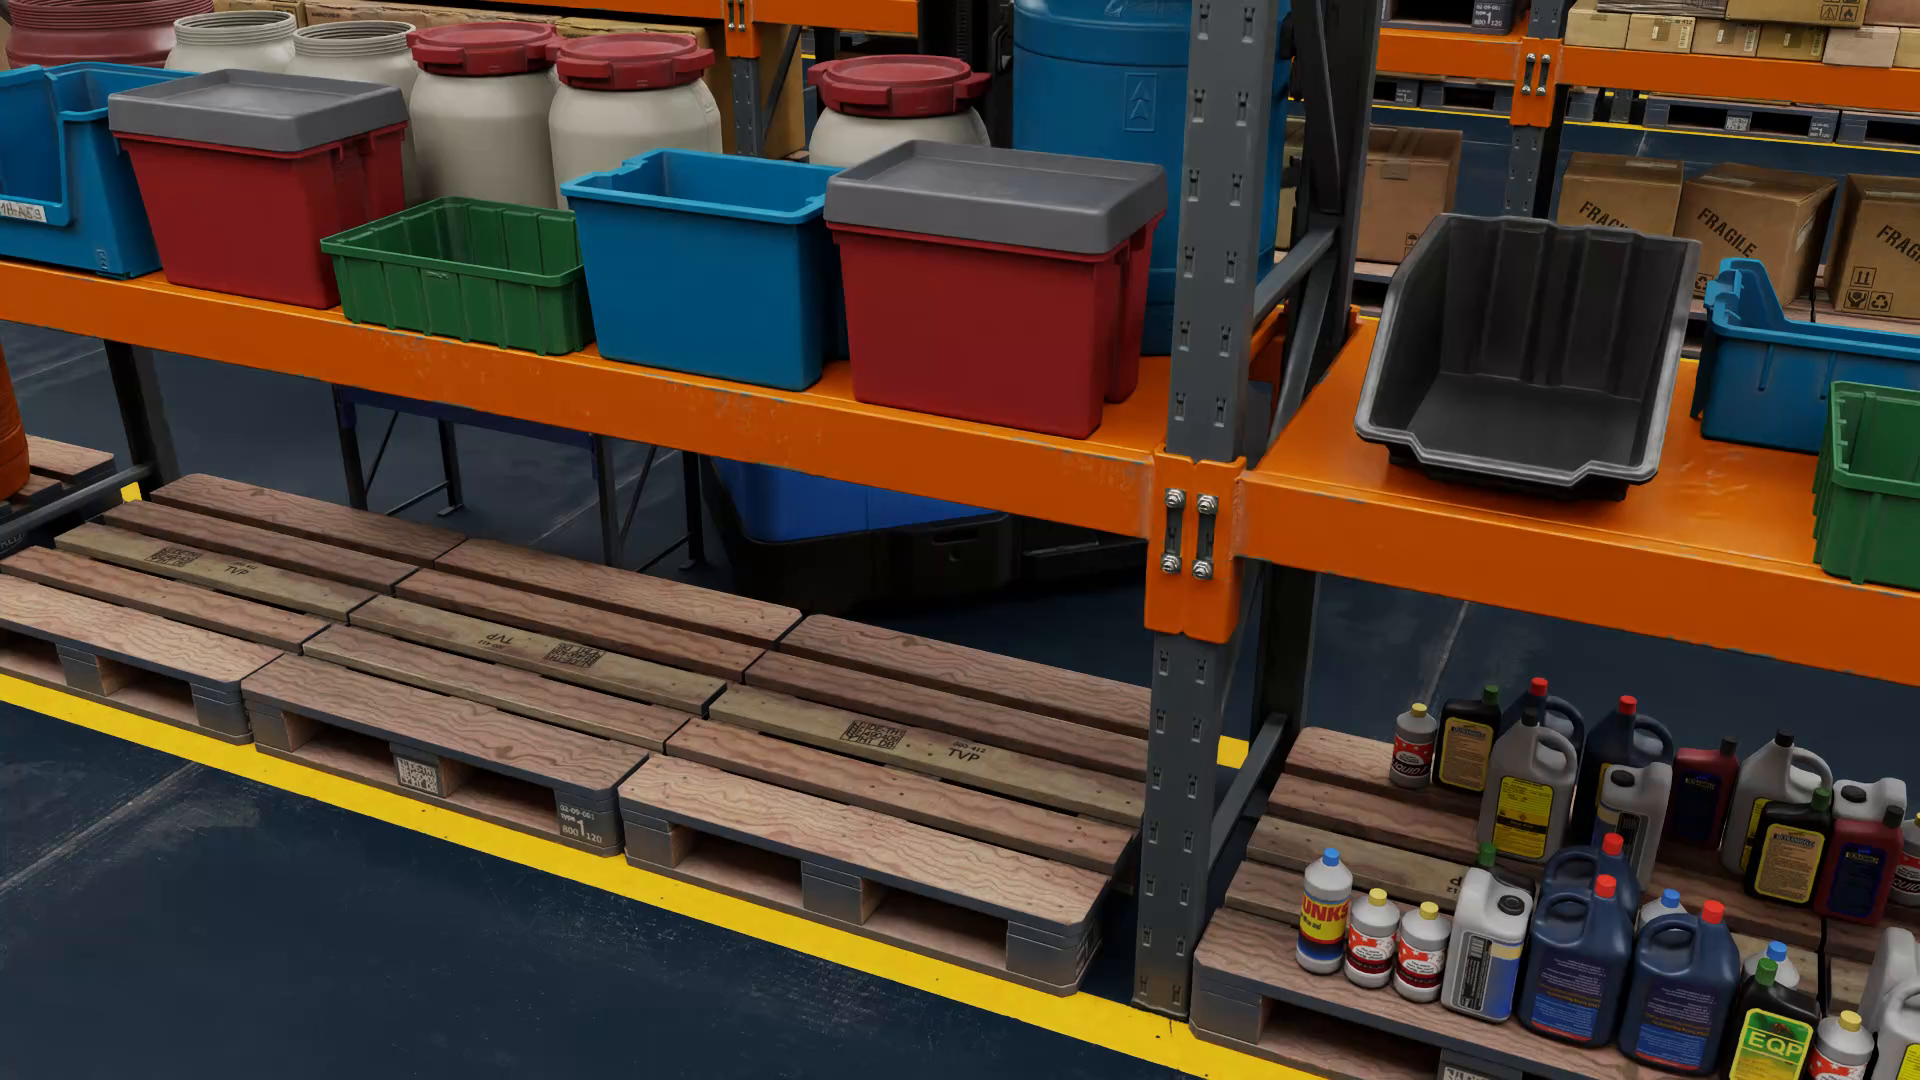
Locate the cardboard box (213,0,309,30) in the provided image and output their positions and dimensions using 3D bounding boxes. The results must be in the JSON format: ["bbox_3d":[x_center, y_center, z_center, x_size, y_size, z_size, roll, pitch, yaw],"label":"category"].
[{"bbox_3d":[-4.000,-3.089,10.558,0.875,0.875,1.225,11,28,22],"label":"cardboard box"}]

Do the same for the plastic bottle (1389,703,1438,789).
[{"bbox_3d":[1.101,0.491,4.028,0.097,0.201,0.097,0,26,0],"label":"plastic bottle"}]

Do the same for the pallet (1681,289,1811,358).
[{"bbox_3d":[3.318,-1.140,7.828,1.213,0.211,1.003,11,28,22],"label":"pallet"}]

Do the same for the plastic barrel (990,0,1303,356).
[{"bbox_3d":[0.415,-0.926,3.667,0.708,0.901,0.600,11,28,22],"label":"plastic barrel"}]

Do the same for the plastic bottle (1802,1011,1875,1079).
[{"bbox_3d":[1.624,0.960,3.075,0.097,0.201,0.097,0,26,0],"label":"plastic bottle"}]

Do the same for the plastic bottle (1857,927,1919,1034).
[{"bbox_3d":[1.802,0.879,3.155,0.135,0.276,0.152,11,28,22],"label":"plastic bottle"}]

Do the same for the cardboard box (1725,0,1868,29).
[{"bbox_3d":[3.516,-2.466,6.912,0.500,0.500,0.875,11,28,22],"label":"cardboard box"}]

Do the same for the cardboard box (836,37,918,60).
[{"bbox_3d":[-0.327,-2.533,8.983,0.500,0.250,0.500,13,29,24],"label":"cardboard box"}]

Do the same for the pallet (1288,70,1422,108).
[{"bbox_3d":[2.989,-3.558,12.738,1.213,0.211,1.003,11,28,22],"label":"pallet"}]

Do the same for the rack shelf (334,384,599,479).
[{"bbox_3d":[-1.440,-0.456,5.372,1.000,0.185,0.538,11,27,22],"label":"rack shelf"}]

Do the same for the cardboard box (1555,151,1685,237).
[{"bbox_3d":[3.039,-1.478,7.710,0.500,0.500,0.500,10,28,20],"label":"cardboard box"}]

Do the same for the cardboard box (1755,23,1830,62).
[{"bbox_3d":[3.456,-2.100,6.903,0.250,0.149,0.380,11,28,22],"label":"cardboard box"}]

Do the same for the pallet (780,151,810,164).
[{"bbox_3d":[-1.636,-2.155,9.888,1.213,0.211,1.003,11,28,22],"label":"pallet"}]

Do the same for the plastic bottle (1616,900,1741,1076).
[{"bbox_3d":[1.376,0.831,3.166,0.185,0.351,0.144,10,28,20],"label":"plastic bottle"}]

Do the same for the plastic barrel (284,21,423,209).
[{"bbox_3d":[-1.591,-1.111,4.484,0.421,0.512,0.421,0,26,0],"label":"plastic barrel"}]

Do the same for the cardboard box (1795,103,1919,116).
[{"bbox_3d":[6.202,-3.405,11.200,0.875,0.875,0.875,12,28,22],"label":"cardboard box"}]

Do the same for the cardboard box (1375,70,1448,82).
[{"bbox_3d":[3.358,-3.910,12.368,0.750,0.750,1.050,11,28,22],"label":"cardboard box"}]

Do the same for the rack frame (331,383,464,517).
[{"bbox_3d":[-1.901,-0.711,5.484,0.032,1.500,0.500,11,27,22],"label":"rack frame"}]

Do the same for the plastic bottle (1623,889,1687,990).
[{"bbox_3d":[1.386,0.810,3.299,0.097,0.271,0.097,0,26,0],"label":"plastic bottle"}]

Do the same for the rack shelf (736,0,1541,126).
[{"bbox_3d":[0.871,-2.543,8.334,4.000,0.370,1.077,11,28,22],"label":"rack shelf"}]

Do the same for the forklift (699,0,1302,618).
[{"bbox_3d":[0.656,-1.431,5.339,3.031,2.935,1.130,-8,27,-16],"label":"forklift"}]

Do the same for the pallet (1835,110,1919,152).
[{"bbox_3d":[6.611,-2.832,11.263,1.213,0.211,1.003,11,28,22],"label":"pallet"}]

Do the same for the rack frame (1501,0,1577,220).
[{"bbox_3d":[2.692,-2.500,7.432,0.127,3.000,1.000,11,28,22],"label":"rack frame"}]

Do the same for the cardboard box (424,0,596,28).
[{"bbox_3d":[-2.377,-2.767,9.905,0.875,0.875,1.225,11,28,22],"label":"cardboard box"}]

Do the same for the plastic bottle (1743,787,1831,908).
[{"bbox_3d":[1.797,0.655,3.602,0.133,0.283,0.061,11,28,22],"label":"plastic bottle"}]

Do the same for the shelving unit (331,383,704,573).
[{"bbox_3d":[-1.438,-0.618,5.295,1.048,1.500,0.538,11,27,22],"label":"shelving unit"}]

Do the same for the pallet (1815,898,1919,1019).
[{"bbox_3d":[2.350,1.104,3.268,1.213,0.211,1.003,11,28,22],"label":"pallet"}]

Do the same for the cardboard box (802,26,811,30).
[{"bbox_3d":[-1.401,-4.668,14.190,0.500,0.500,0.500,13,29,24],"label":"cardboard box"}]

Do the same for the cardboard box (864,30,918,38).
[{"bbox_3d":[-0.471,-4.476,13.800,0.500,0.500,0.500,10,28,20],"label":"cardboard box"}]

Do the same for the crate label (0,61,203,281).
[{"bbox_3d":[-2.207,-0.965,4.275,0.616,0.435,0.502,11,28,22],"label":"crate label"}]

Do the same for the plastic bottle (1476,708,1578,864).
[{"bbox_3d":[1.287,0.542,3.754,0.185,0.351,0.144,11,28,22],"label":"plastic bottle"}]

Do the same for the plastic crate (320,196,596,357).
[{"bbox_3d":[-1.061,-0.618,3.850,0.662,0.188,0.450,11,28,22],"label":"plastic crate"}]

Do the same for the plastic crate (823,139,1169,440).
[{"bbox_3d":[0.074,-0.503,3.303,0.583,0.464,0.402,11,28,22],"label":"plastic crate"}]

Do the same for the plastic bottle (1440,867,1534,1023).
[{"bbox_3d":[1.056,0.799,3.317,0.135,0.276,0.152,12,29,24],"label":"plastic bottle"}]

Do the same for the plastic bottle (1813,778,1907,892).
[{"bbox_3d":[1.962,0.643,3.633,0.135,0.276,0.152,12,29,23],"label":"plastic bottle"}]

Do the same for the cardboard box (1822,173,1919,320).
[{"bbox_3d":[4.161,-1.294,7.337,0.500,0.500,0.500,9,28,17],"label":"cardboard box"}]

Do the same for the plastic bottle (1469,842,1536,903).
[{"bbox_3d":[1.099,0.752,3.403,0.133,0.283,0.061,11,28,22],"label":"plastic bottle"}]

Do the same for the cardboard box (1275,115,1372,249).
[{"bbox_3d":[1.715,-1.792,8.325,0.500,0.500,0.700,11,28,21],"label":"cardboard box"}]

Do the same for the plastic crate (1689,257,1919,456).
[{"bbox_3d":[1.761,-0.349,3.231,0.616,0.251,0.499,11,28,22],"label":"plastic crate"}]

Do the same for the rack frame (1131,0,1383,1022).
[{"bbox_3d":[0.641,-0.509,3.387,0.127,3.000,1.000,11,28,22],"label":"rack frame"}]

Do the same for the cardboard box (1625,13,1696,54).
[{"bbox_3d":[2.985,-2.176,7.059,0.250,0.149,0.380,11,28,22],"label":"cardboard box"}]

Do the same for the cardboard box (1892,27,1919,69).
[{"bbox_3d":[3.911,-2.008,6.718,0.250,0.149,0.380,11,28,22],"label":"cardboard box"}]

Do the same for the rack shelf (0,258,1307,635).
[{"bbox_3d":[-1.179,-0.552,4.289,4.000,0.370,1.077,11,28,22],"label":"rack shelf"}]

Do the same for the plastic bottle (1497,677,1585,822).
[{"bbox_3d":[1.347,0.484,3.871,0.185,0.351,0.144,11,28,20],"label":"plastic bottle"}]

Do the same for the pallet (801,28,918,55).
[{"bbox_3d":[-0.622,-4.323,14.292,1.213,0.211,1.003,11,28,22],"label":"pallet"}]

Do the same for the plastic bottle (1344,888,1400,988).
[{"bbox_3d":[0.843,0.803,3.394,0.097,0.201,0.097,0,26,0],"label":"plastic bottle"}]

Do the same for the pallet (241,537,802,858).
[{"bbox_3d":[-1.204,0.392,4.715,1.213,0.211,1.003,11,28,22],"label":"pallet"}]

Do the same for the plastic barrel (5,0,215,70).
[{"bbox_3d":[-2.452,-1.338,4.918,0.708,0.536,0.600,11,28,22],"label":"plastic barrel"}]

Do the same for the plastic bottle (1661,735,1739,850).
[{"bbox_3d":[1.687,0.563,3.788,0.133,0.283,0.061,13,29,25],"label":"plastic bottle"}]

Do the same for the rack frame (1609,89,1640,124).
[{"bbox_3d":[4.837,-4.476,11.445,0.127,3.000,1.000,11,28,22],"label":"rack frame"}]

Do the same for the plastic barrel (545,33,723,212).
[{"bbox_3d":[-0.807,-0.967,4.164,0.433,0.535,0.433,0,26,0],"label":"plastic barrel"}]
